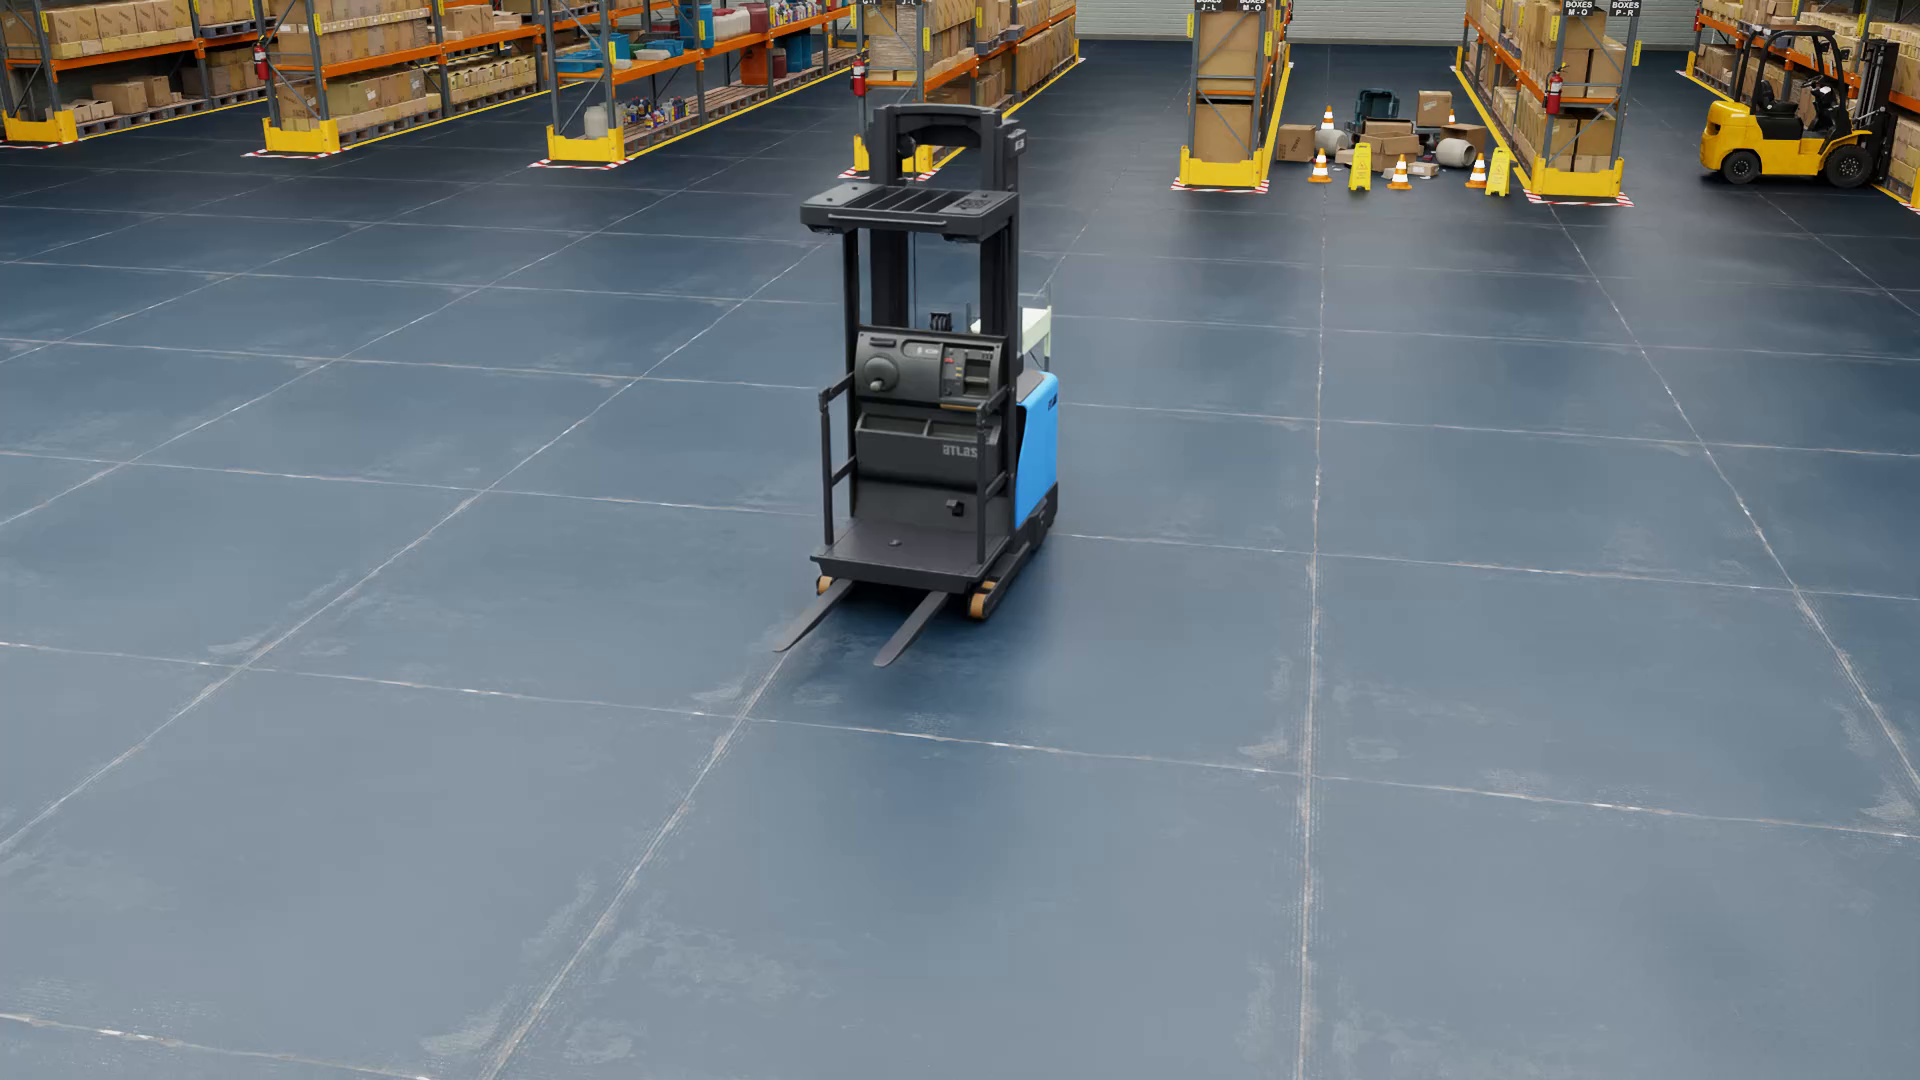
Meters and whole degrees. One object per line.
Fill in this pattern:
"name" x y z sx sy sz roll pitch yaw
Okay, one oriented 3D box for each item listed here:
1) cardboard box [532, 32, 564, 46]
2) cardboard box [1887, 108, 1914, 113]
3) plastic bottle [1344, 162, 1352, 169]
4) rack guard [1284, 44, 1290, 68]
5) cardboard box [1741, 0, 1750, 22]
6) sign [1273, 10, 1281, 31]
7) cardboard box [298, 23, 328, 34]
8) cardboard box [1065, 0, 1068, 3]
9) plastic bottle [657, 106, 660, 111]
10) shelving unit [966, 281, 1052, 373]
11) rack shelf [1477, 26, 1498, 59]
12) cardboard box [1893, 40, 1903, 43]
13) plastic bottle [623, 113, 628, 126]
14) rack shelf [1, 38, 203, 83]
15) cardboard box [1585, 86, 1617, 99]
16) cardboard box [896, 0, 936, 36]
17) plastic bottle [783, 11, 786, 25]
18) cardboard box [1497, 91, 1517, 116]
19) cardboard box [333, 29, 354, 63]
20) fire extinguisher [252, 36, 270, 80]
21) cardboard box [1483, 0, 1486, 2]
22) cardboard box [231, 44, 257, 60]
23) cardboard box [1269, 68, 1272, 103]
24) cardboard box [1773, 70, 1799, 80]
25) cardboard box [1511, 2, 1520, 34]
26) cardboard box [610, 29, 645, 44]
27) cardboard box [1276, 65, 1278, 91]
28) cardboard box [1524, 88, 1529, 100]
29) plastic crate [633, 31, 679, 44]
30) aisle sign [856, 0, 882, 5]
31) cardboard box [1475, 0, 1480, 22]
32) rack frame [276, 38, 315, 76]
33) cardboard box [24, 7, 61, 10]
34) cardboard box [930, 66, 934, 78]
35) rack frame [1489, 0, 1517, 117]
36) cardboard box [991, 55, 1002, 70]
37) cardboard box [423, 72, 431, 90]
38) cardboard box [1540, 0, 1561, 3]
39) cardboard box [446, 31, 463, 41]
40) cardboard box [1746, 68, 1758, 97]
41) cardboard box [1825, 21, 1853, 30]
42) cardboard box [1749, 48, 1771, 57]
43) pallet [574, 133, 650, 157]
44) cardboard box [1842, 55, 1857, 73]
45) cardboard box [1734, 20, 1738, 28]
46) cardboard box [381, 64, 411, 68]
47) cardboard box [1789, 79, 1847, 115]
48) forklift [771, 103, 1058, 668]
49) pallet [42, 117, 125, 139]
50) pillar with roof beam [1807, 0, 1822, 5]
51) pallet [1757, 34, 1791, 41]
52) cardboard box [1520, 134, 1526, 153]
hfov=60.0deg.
"cardboard box" -8.922 -10.852 36.037 0.500 0.250 0.500 4 22 10
"cardboard box" 13.737 -6.213 24.546 0.500 0.250 0.500 5 23 13
"plastic bottle" 6.002 -5.773 25.605 0.133 0.061 0.283 -3 22 -8
"rack guard" 7.054 -11.271 38.670 1.175 0.500 0.348 4 22 11
"cardboard box" 15.662 -10.359 32.365 0.700 0.500 0.500 5 22 12
"sign" 5.165 -8.466 27.095 0.100 0.325 0.005 4 22 11
"cardboard box" -10.436 -8.253 26.828 0.380 0.149 0.250 4 22 11
"cardboard box" 2.188 -12.373 37.862 0.500 0.250 0.500 4 22 9
"plastic bottle" -5.158 -7.309 28.534 0.061 0.283 0.133 4 22 11
"shelving unit" 0.349 -1.048 11.949 0.431 1.500 0.755 7 23 17
"rack shelf" 10.712 -9.590 32.113 1.077 0.370 4.000 4 22 11
"cardboard box" 13.736 -7.137 24.058 0.380 0.149 0.250 4 22 9
"plastic bottle" -5.701 -7.149 28.245 0.097 0.201 0.097 0 22 0
"rack shelf" -15.169 -8.552 29.537 1.077 0.370 4.000 4 22 11
"cardboard box" 8.943 -6.258 23.214 0.380 0.149 0.250 5 22 11
"cardboard box" -0.651 -7.850 24.960 0.500 0.500 0.500 4 22 11
"plastic bottle" -3.623 -10.742 34.182 0.097 0.271 0.097 0 22 0
"cardboard box" 10.036 -7.692 29.392 0.950 0.372 0.625 4 22 10
"cardboard box" -10.517 -8.187 27.533 0.700 0.500 0.500 5 22 12
"fire extinguisher" -11.206 -7.735 26.647 0.296 0.674 0.183 4 22 11
"cardboard box" 10.749 -11.026 33.244 0.500 0.500 0.500 5 22 12
"cardboard box" -14.319 -9.813 33.458 0.500 0.250 0.500 4 22 11
"cardboard box" 5.225 -8.468 30.813 1.050 0.750 0.750 4 22 10
"cardboard box" 15.042 -8.453 30.244 0.380 0.149 0.250 3 22 8
"cardboard box" 9.674 -8.856 28.234 0.500 0.500 0.500 4 22 9
"cardboard box" -7.900 -11.901 39.640 0.797 0.503 0.637 4 22 11
"cardboard box" 5.931 -8.991 32.447 0.500 0.500 0.500 5 22 12
"cardboard box" 8.916 -6.873 25.650 0.380 0.149 0.250 5 23 13
"plastic crate" -5.294 -8.652 28.904 0.767 0.338 0.504 4 22 11
"aisle sign" -1.336 -8.228 24.288 0.394 0.787 0.004 4 22 11
"cardboard box" 11.064 -11.079 34.714 0.500 0.500 0.500 4 22 10
"rack frame" -13.945 -11.080 34.851 1.000 3.000 0.127 4 22 11
"cardboard box" -15.577 -8.814 28.394 0.500 0.500 0.500 5 22 12
"cardboard box" -0.603 -7.172 25.482 0.380 0.149 0.250 4 22 11
"rack frame" 10.304 -9.192 30.162 1.000 3.000 0.127 4 22 11
"cardboard box" 0.495 -9.093 31.669 0.500 0.250 0.500 5 23 13
"cardboard box" -10.109 -8.591 31.037 0.500 0.311 0.500 4 22 11
"cardboard box" 8.914 -7.669 24.509 0.700 0.500 0.500 4 22 11
"cardboard box" -9.530 -9.433 31.097 0.380 0.149 0.250 4 22 11
"cardboard box" 15.456 -8.776 31.913 0.500 0.500 0.500 4 22 9
"cardboard box" 14.410 -8.414 27.228 0.380 0.149 0.250 4 22 9
"cardboard box" 15.640 -9.543 32.550 0.380 0.149 0.250 3 22 8
"pallet" -5.738 -6.434 27.047 1.003 0.211 1.213 4 22 11
"cardboard box" 14.194 -7.487 26.129 0.500 0.250 0.500 5 22 12
"cardboard box" 15.830 -10.394 33.483 0.380 0.149 0.250 5 22 12
"cardboard box" -10.312 -8.363 30.218 0.500 0.500 0.500 4 22 11
"cardboard box" 15.023 -7.681 29.028 0.875 0.625 0.625 5 23 13
"forklift" -0.261 -1.039 10.010 1.130 2.935 3.031 7 23 17
"pallet" -15.362 -7.183 28.907 1.003 0.211 1.213 4 22 11
"pillar with roof beam" 12.790 -13.575 33.014 9.100 9.000 0.400 4 22 11
"pallet" 15.556 -9.438 31.029 1.003 0.211 1.213 4 22 11
"cardboard box" 8.899 -6.063 25.511 0.500 0.250 0.500 4 22 10
